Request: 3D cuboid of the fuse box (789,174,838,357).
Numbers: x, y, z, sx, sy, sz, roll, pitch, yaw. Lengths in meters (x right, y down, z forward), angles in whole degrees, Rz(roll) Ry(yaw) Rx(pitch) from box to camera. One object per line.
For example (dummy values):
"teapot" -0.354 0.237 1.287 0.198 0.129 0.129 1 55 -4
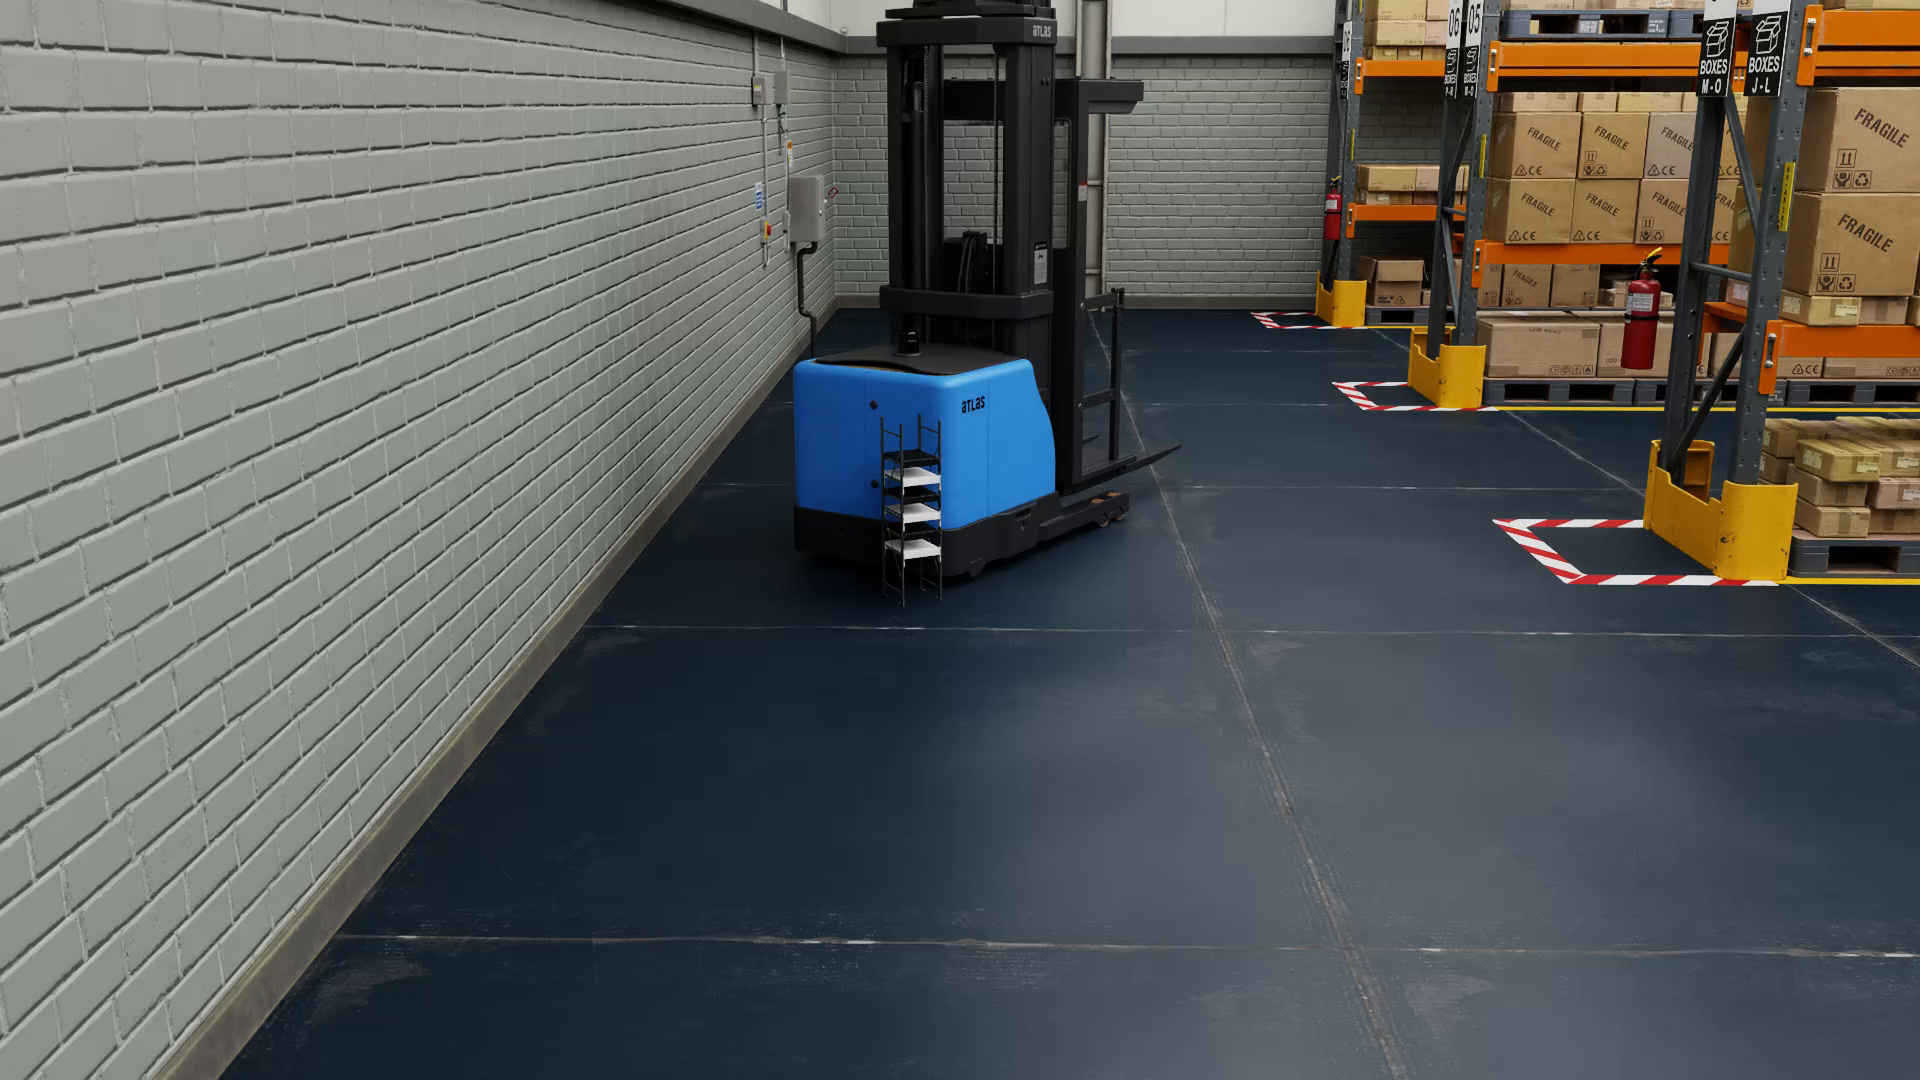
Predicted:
"fuse box" -1.377 -2.597 15.828 0.414 1.711 0.539 0 15 1

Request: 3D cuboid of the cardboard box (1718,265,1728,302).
"cardboard box" 8.660 -2.828 18.256 0.500 0.500 0.500 1 15 4

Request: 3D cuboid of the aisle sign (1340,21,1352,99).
"aisle sign" 4.108 -5.103 17.705 0.004 0.787 0.394 0 15 1

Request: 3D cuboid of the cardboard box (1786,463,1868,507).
"cardboard box" 4.552 -0.291 8.744 0.250 0.149 0.380 1 15 4

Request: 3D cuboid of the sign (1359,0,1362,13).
"sign" 4.170 -5.655 17.300 0.005 0.325 0.100 0 15 1

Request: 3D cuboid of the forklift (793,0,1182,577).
"forklift" 0.340 -1.550 9.471 1.130 2.935 3.031 9 17 32

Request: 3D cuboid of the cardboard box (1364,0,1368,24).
"cardboard box" 4.635 -5.752 18.112 0.500 0.250 0.500 0 15 0

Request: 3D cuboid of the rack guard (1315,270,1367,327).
"rack guard" 4.260 -2.711 18.635 0.348 0.500 1.175 0 15 1

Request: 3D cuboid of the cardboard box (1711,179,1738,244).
"cardboard box" 6.049 -2.623 13.207 0.500 0.500 0.500 1 15 3

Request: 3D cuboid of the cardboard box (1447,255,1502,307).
"cardboard box" 5.646 -2.871 18.418 0.500 0.500 0.700 1 15 4

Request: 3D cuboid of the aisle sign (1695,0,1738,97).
"aisle sign" 3.970 -2.725 8.693 0.004 0.787 0.394 0 15 1

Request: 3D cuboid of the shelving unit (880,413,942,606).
"shelving unit" -0.239 -0.151 8.149 0.210 0.900 0.258 -7 17 -26

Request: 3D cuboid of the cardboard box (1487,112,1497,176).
"cardboard box" 4.549 -3.244 13.598 0.500 0.500 0.500 1 15 3

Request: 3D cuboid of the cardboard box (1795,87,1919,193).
"cardboard box" 4.477 -1.996 8.287 0.500 0.500 0.500 0 15 1

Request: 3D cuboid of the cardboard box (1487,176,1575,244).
"cardboard box" 4.533 -2.626 13.218 0.500 0.500 0.500 0 15 1

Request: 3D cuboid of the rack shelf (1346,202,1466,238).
"rack shelf" 6.183 -3.559 18.361 4.000 0.370 1.077 0 15 1

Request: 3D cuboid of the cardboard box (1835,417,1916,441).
"cardboard box" 5.083 -0.579 9.254 0.250 0.149 0.380 0 15 0

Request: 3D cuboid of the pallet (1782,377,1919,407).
"pallet" 7.301 -1.305 13.872 1.213 0.211 1.003 0 15 1

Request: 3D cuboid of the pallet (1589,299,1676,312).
"pallet" 7.496 -2.550 18.593 1.213 0.211 1.003 0 15 1

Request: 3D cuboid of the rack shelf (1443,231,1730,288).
"rack shelf" 6.060 -2.293 13.563 4.000 0.370 1.077 0 15 1

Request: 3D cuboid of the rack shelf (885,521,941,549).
"rack shelf" -0.239 -0.032 8.181 0.200 0.077 0.258 -7 17 -26

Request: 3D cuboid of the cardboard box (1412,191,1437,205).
"cardboard box" 5.024 -3.744 18.143 0.250 0.149 0.380 0 15 1

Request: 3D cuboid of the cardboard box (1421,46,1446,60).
"cardboard box" 5.015 -5.187 17.731 0.250 0.149 0.380 0 15 2

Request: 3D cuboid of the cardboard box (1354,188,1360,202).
"cardboard box" 4.522 -3.865 18.602 0.250 0.149 0.380 0 15 1

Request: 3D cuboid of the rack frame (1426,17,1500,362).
"rack frame" 4.061 -2.654 13.520 0.127 3.000 1.000 0 15 1

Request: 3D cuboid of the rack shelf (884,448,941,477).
"rack shelf" -0.239 -0.380 8.089 0.200 0.077 0.258 -7 17 -26

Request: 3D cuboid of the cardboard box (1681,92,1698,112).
"cardboard box" 5.705 -3.415 12.975 0.250 0.149 0.380 1 15 2

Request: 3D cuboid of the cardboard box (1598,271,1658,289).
"cardboard box" 7.528 -2.862 18.754 0.500 0.311 0.500 1 15 3

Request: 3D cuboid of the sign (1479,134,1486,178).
"sign" 4.041 -2.970 12.864 0.005 0.325 0.100 0 15 1

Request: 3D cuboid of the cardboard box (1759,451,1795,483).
"cardboard box" 4.570 -0.429 9.268 0.250 0.149 0.380 0 15 0

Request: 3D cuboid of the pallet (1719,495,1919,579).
"pallet" 4.922 -0.028 9.033 1.213 0.211 1.003 0 15 1

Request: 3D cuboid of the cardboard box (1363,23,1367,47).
"cardboard box" 4.635 -5.508 18.169 0.500 0.250 0.500 0 15 0

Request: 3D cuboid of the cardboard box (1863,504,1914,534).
"cardboard box" 4.815 -0.150 8.794 0.250 0.149 0.380 0 15 1

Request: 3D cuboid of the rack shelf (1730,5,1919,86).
"rack shelf" 6.035 -2.481 8.393 4.000 0.370 1.077 0 15 1

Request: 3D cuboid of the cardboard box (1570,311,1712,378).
"cardboard box" 5.638 -1.636 13.860 0.875 0.438 0.875 1 15 3

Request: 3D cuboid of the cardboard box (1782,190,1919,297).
"cardboard box" 4.477 -1.510 8.404 0.500 0.500 0.500 1 15 4

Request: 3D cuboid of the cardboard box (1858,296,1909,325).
"cardboard box" 4.606 -1.193 8.474 0.250 0.149 0.380 1 15 3

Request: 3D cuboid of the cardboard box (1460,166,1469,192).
"cardboard box" 5.641 -3.914 18.006 0.500 0.250 0.500 0 15 0

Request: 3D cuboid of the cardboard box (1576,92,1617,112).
"cardboard box" 4.929 -3.412 12.966 0.250 0.149 0.380 1 15 3

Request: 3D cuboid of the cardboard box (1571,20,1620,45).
"cardboard box" 6.662 -5.362 17.614 0.500 0.250 0.500 1 15 3

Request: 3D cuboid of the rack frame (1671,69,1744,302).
"rack frame" 8.182 -3.894 18.220 0.127 3.000 1.000 0 15 1

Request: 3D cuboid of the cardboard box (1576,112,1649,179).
"cardboard box" 5.050 -3.109 13.087 0.500 0.500 0.500 0 15 0

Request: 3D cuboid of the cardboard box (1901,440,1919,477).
"cardboard box" 5.078 -0.408 8.606 0.250 0.149 0.380 0 15 1

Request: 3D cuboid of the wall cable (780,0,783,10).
"wall cable" -1.611 -5.712 13.350 0.029 3.000 2.355 0 15 1

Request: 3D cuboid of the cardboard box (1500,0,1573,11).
"cardboard box" 4.513 -4.304 13.167 0.500 0.250 0.500 -1 15 -4

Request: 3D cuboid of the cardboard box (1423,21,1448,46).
"cardboard box" 5.129 -5.371 17.649 0.500 0.250 0.500 1 15 2

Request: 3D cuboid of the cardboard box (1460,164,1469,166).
"cardboard box" 5.661 -4.048 18.514 0.500 0.250 0.500 1 15 3

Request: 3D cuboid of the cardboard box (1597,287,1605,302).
"cardboard box" 7.095 -2.786 18.785 0.250 0.149 0.380 0 15 1

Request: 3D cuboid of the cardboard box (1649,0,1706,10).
"cardboard box" 5.556 -4.290 12.998 0.500 0.311 0.500 1 15 2
